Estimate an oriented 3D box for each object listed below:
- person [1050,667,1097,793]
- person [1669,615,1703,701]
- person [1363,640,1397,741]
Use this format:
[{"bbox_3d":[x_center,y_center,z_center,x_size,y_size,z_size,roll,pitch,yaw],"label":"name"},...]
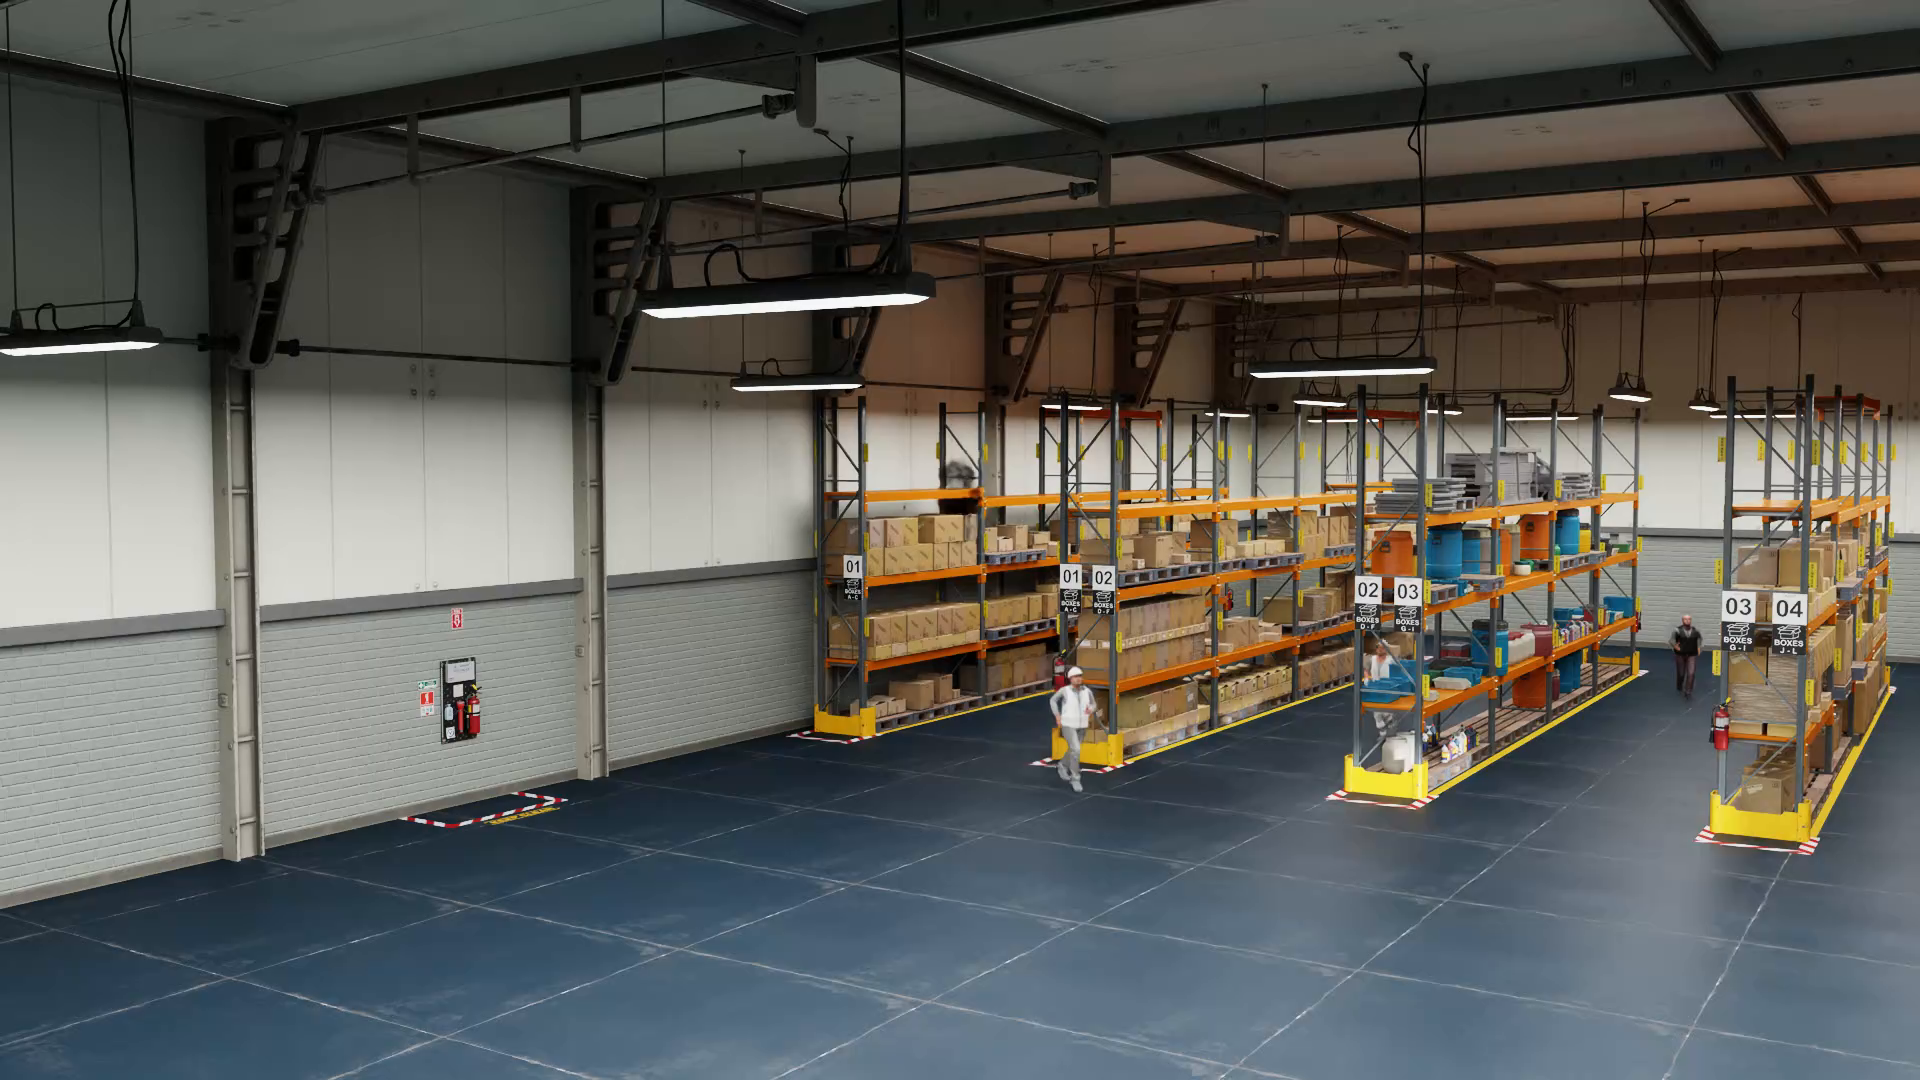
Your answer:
[{"bbox_3d":[1.722,2.797,24.898,0.649,1.807,0.856,-2,3,-28],"label":"person"},{"bbox_3d":[14.804,2.378,33.917,0.661,1.721,0.893,1,3,16],"label":"person"},{"bbox_3d":[7.303,2.609,28.872,0.661,1.745,0.586,2,4,35],"label":"person"}]
